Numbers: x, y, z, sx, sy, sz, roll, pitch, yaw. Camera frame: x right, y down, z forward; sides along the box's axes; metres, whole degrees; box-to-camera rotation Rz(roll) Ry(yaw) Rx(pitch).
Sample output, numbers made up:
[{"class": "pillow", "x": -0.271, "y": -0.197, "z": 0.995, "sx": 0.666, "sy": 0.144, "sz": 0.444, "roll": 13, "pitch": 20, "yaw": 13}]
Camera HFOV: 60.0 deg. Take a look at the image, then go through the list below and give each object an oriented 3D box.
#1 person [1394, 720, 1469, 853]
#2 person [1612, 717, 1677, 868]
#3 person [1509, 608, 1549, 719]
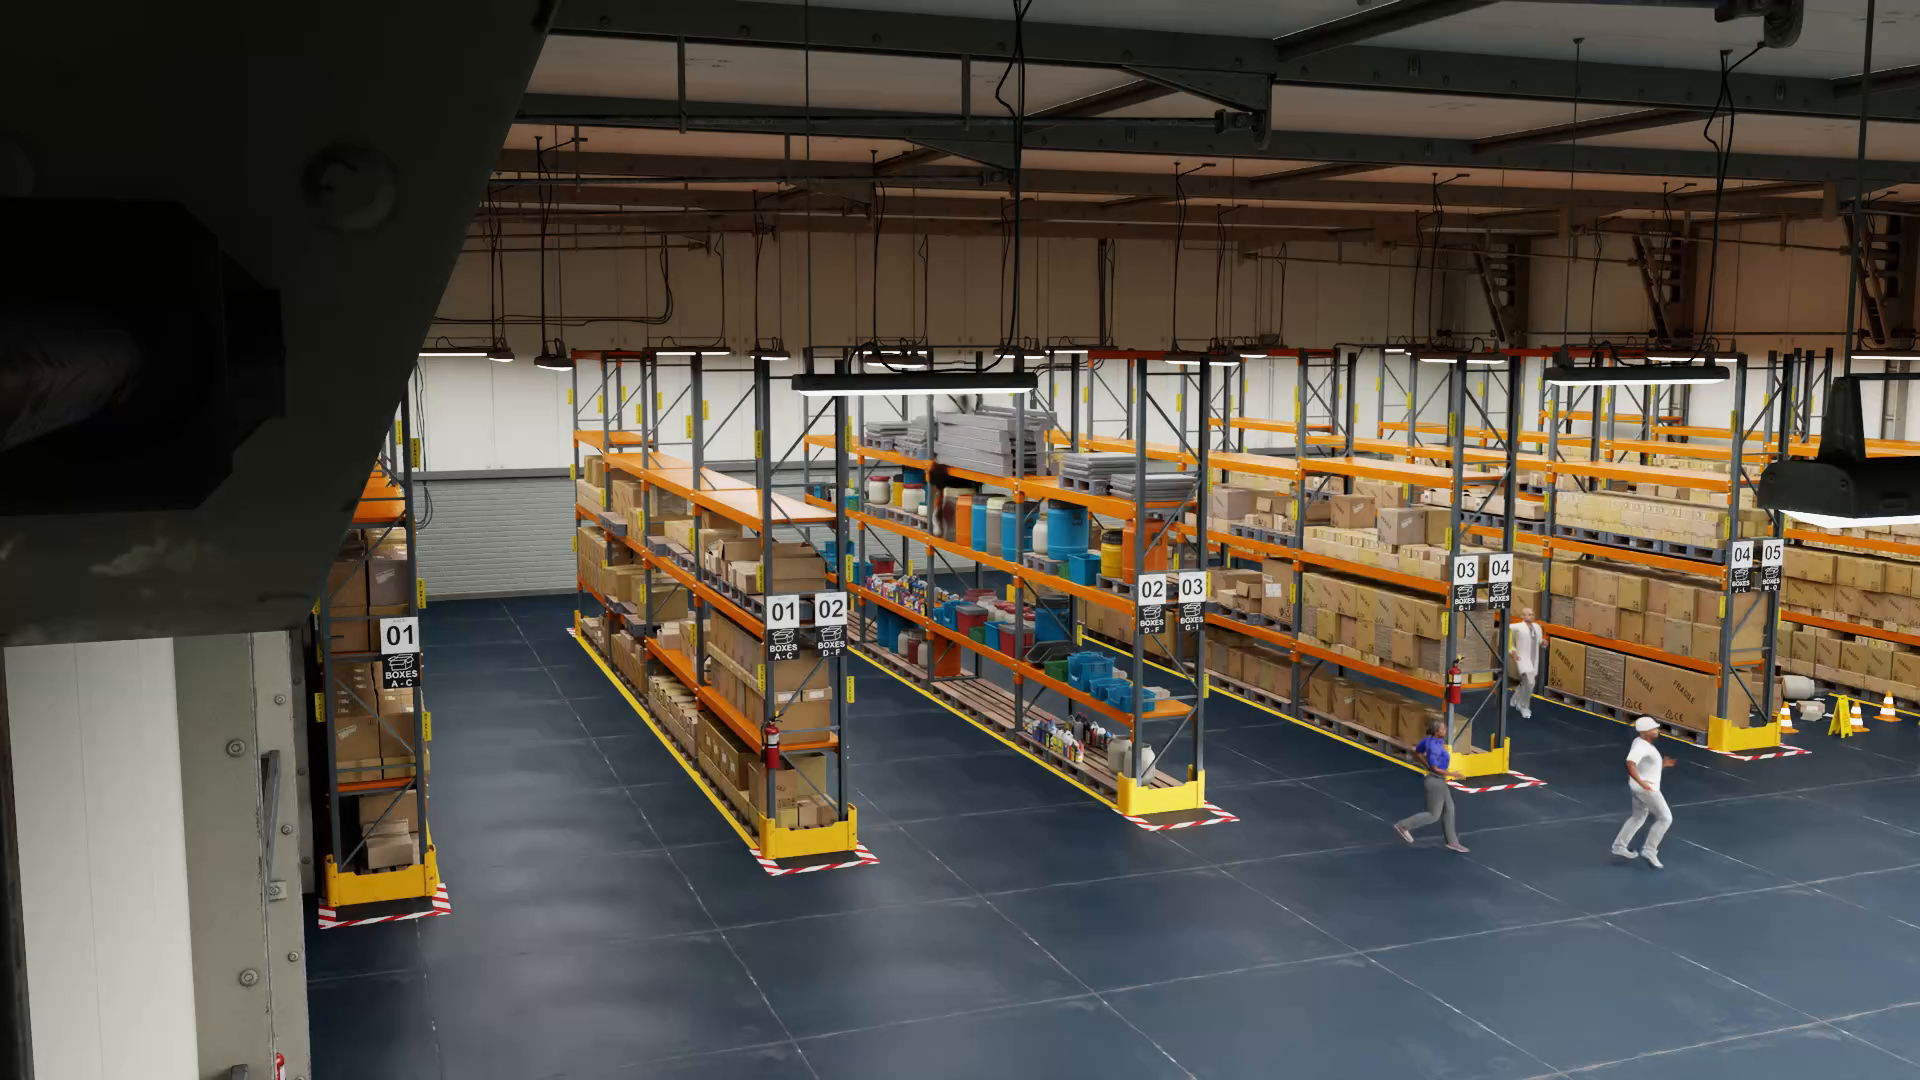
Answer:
[{"class": "person", "x": 5.788, "y": 3.007, "z": 20.335, "sx": 0.914, "sy": 1.658, "sz": 0.591, "roll": 1, "pitch": 7, "yaw": 10}, {"class": "person", "x": 8.191, "y": 3.002, "z": 19.837, "sx": 0.715, "sy": 1.813, "sz": 0.672, "roll": 1, "pitch": 7, "yaw": 10}, {"class": "person", "x": 9.394, "y": 2.039, "z": 27.563, "sx": 0.685, "sy": 1.834, "sz": 0.778, "roll": -3, "pitch": 8, "yaw": -25}]
